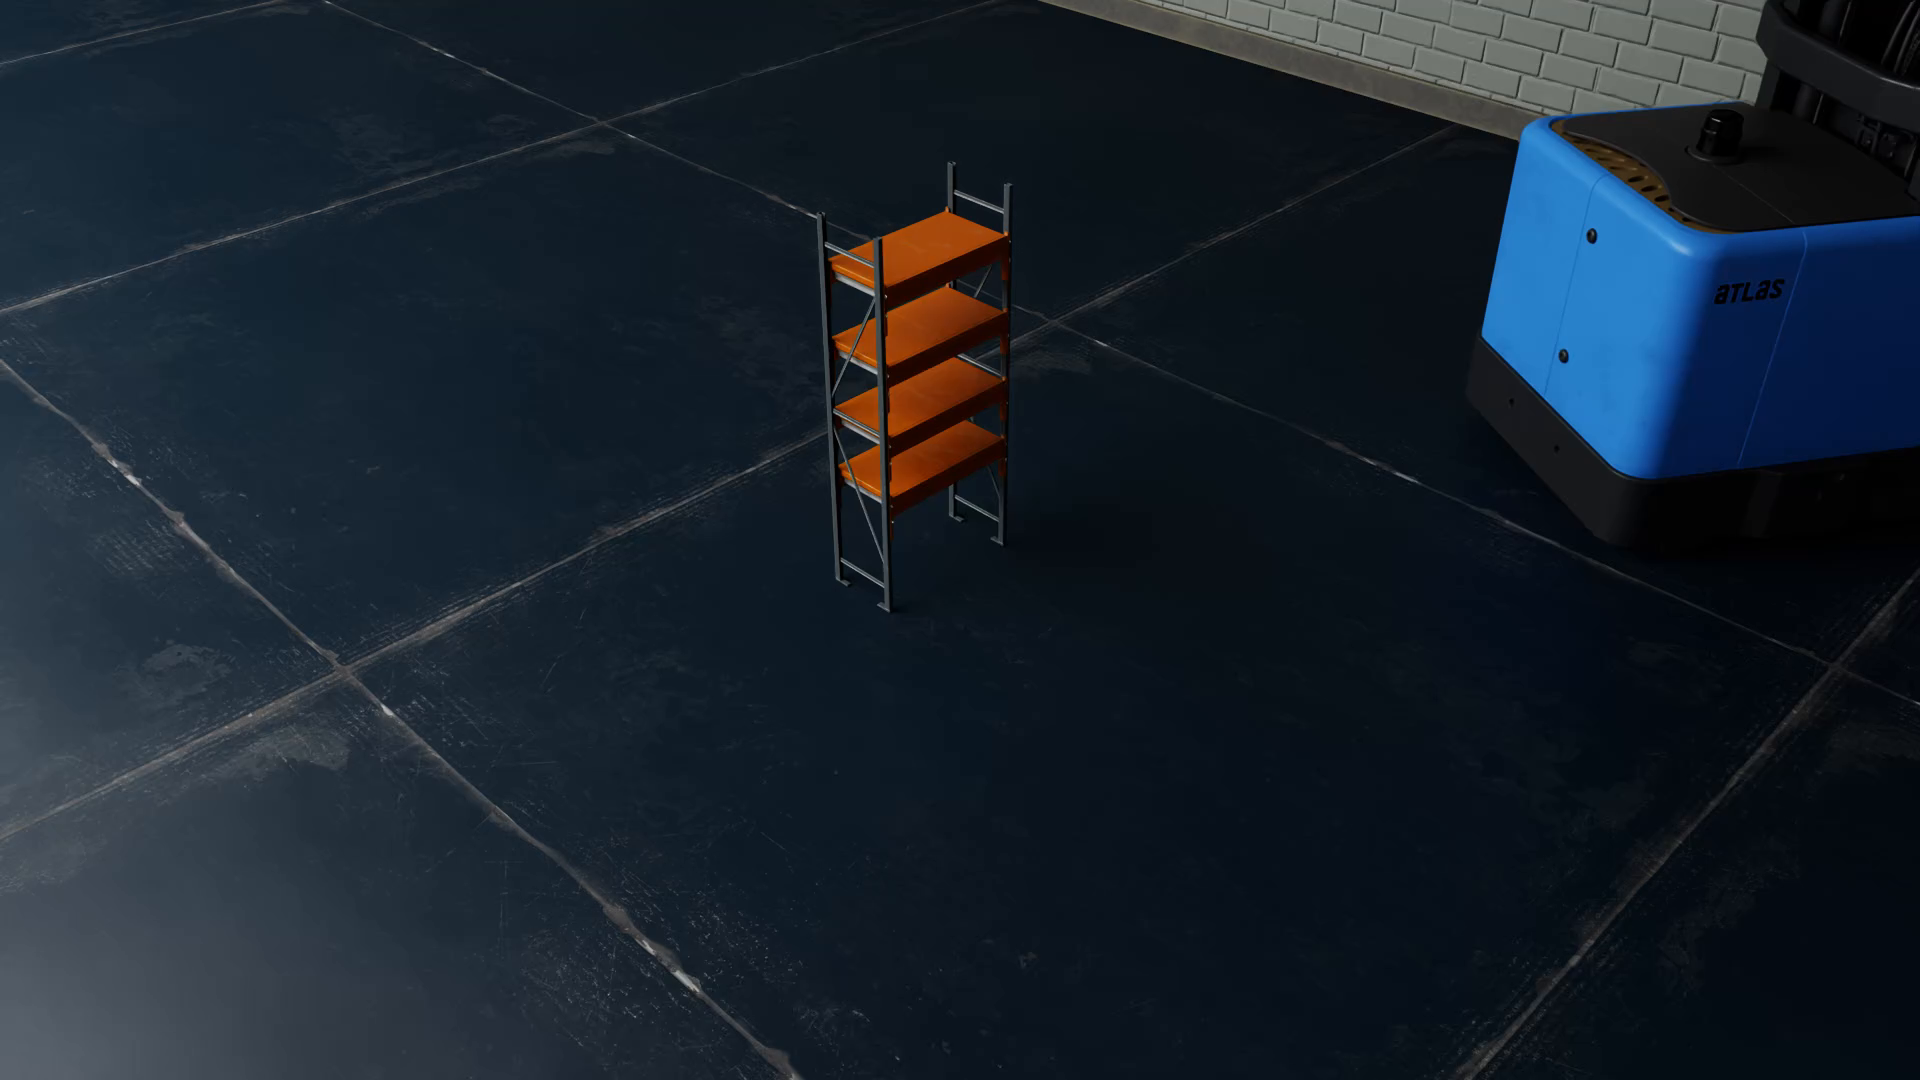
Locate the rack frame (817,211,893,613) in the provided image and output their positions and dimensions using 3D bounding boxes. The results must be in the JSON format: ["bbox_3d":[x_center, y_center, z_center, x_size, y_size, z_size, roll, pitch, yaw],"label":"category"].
[{"bbox_3d":[-0.289,-0.326,4.668,0.240,1.200,0.015,30,45,35],"label":"rack frame"}]

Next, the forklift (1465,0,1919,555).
[{"bbox_3d":[3.348,-1.583,4.958,3.031,2.935,1.130,-7,36,-10],"label":"forklift"}]

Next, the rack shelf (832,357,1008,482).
[{"bbox_3d":[-0.117,-0.370,4.849,0.258,0.148,0.480,30,45,35],"label":"rack shelf"}]

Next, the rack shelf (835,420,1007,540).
[{"bbox_3d":[-0.117,-0.207,4.962,0.258,0.148,0.480,30,45,35],"label":"rack shelf"}]

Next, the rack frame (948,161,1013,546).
[{"bbox_3d":[0.055,-0.524,4.952,0.240,1.200,0.015,30,45,35],"label":"rack frame"}]

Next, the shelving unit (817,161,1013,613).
[{"bbox_3d":[-0.117,-0.425,4.810,0.258,1.200,0.503,30,45,35],"label":"shelving unit"}]

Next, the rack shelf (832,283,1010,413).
[{"bbox_3d":[-0.117,-0.553,4.721,0.258,0.148,0.480,30,45,35],"label":"rack shelf"}]

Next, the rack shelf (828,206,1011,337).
[{"bbox_3d":[-0.117,-0.747,4.586,0.258,0.148,0.480,30,45,35],"label":"rack shelf"}]
